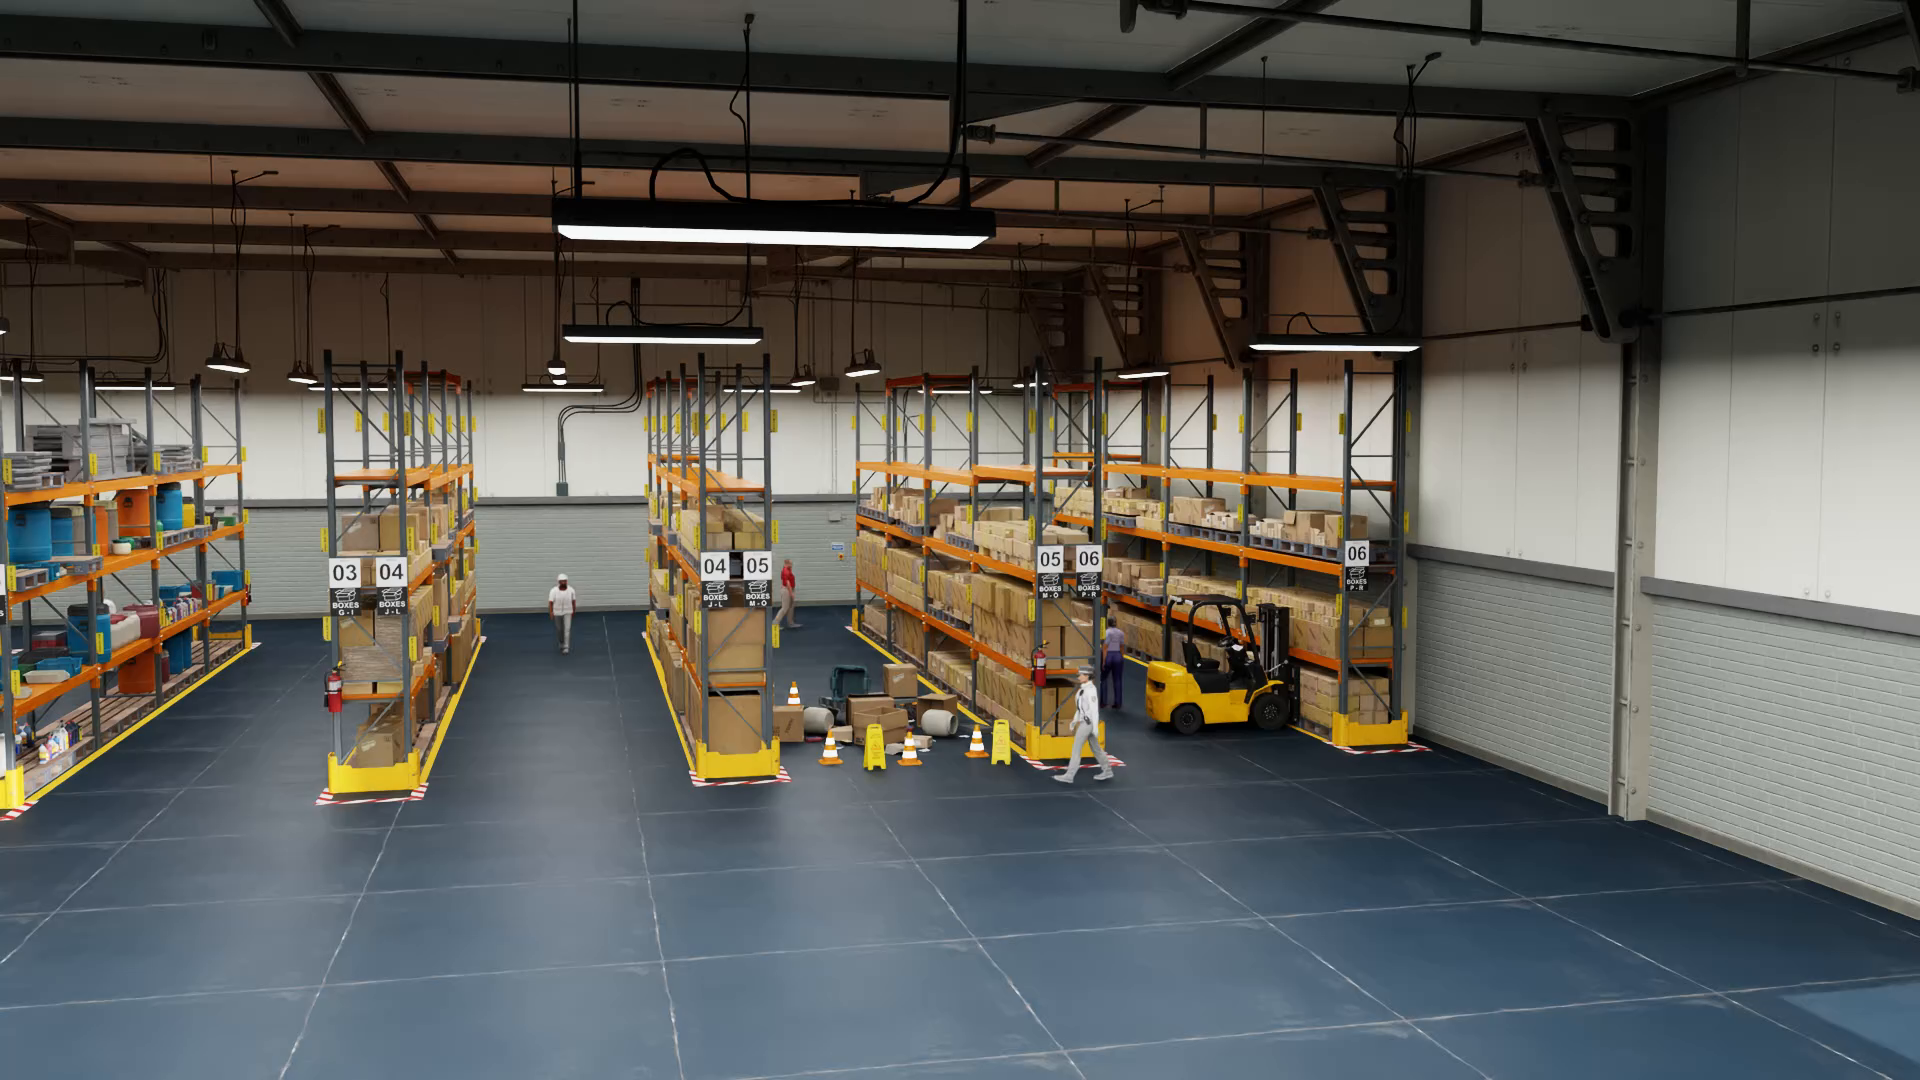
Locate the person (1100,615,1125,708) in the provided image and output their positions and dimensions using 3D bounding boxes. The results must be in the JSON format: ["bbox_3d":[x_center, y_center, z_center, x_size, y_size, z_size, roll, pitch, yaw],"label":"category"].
[{"bbox_3d":[2.688,2.177,29.286,0.501,1.695,0.606,-1,4,-17],"label":"person"}]

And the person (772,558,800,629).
[{"bbox_3d":[-4.253,1.308,40.651,0.738,1.712,0.598,-1,4,-11],"label":"person"}]

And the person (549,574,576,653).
[{"bbox_3d":[-8.707,1.598,36.372,0.566,1.704,1.077,-1,4,-10],"label":"person"}]

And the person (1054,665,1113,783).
[{"bbox_3d":[1.730,2.561,23.257,0.866,1.632,0.492,0,4,-1],"label":"person"}]

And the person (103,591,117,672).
[{"bbox_3d":[-17.125,1.810,33.088,0.711,1.718,1.102,-1,4,-12],"label":"person"}]
